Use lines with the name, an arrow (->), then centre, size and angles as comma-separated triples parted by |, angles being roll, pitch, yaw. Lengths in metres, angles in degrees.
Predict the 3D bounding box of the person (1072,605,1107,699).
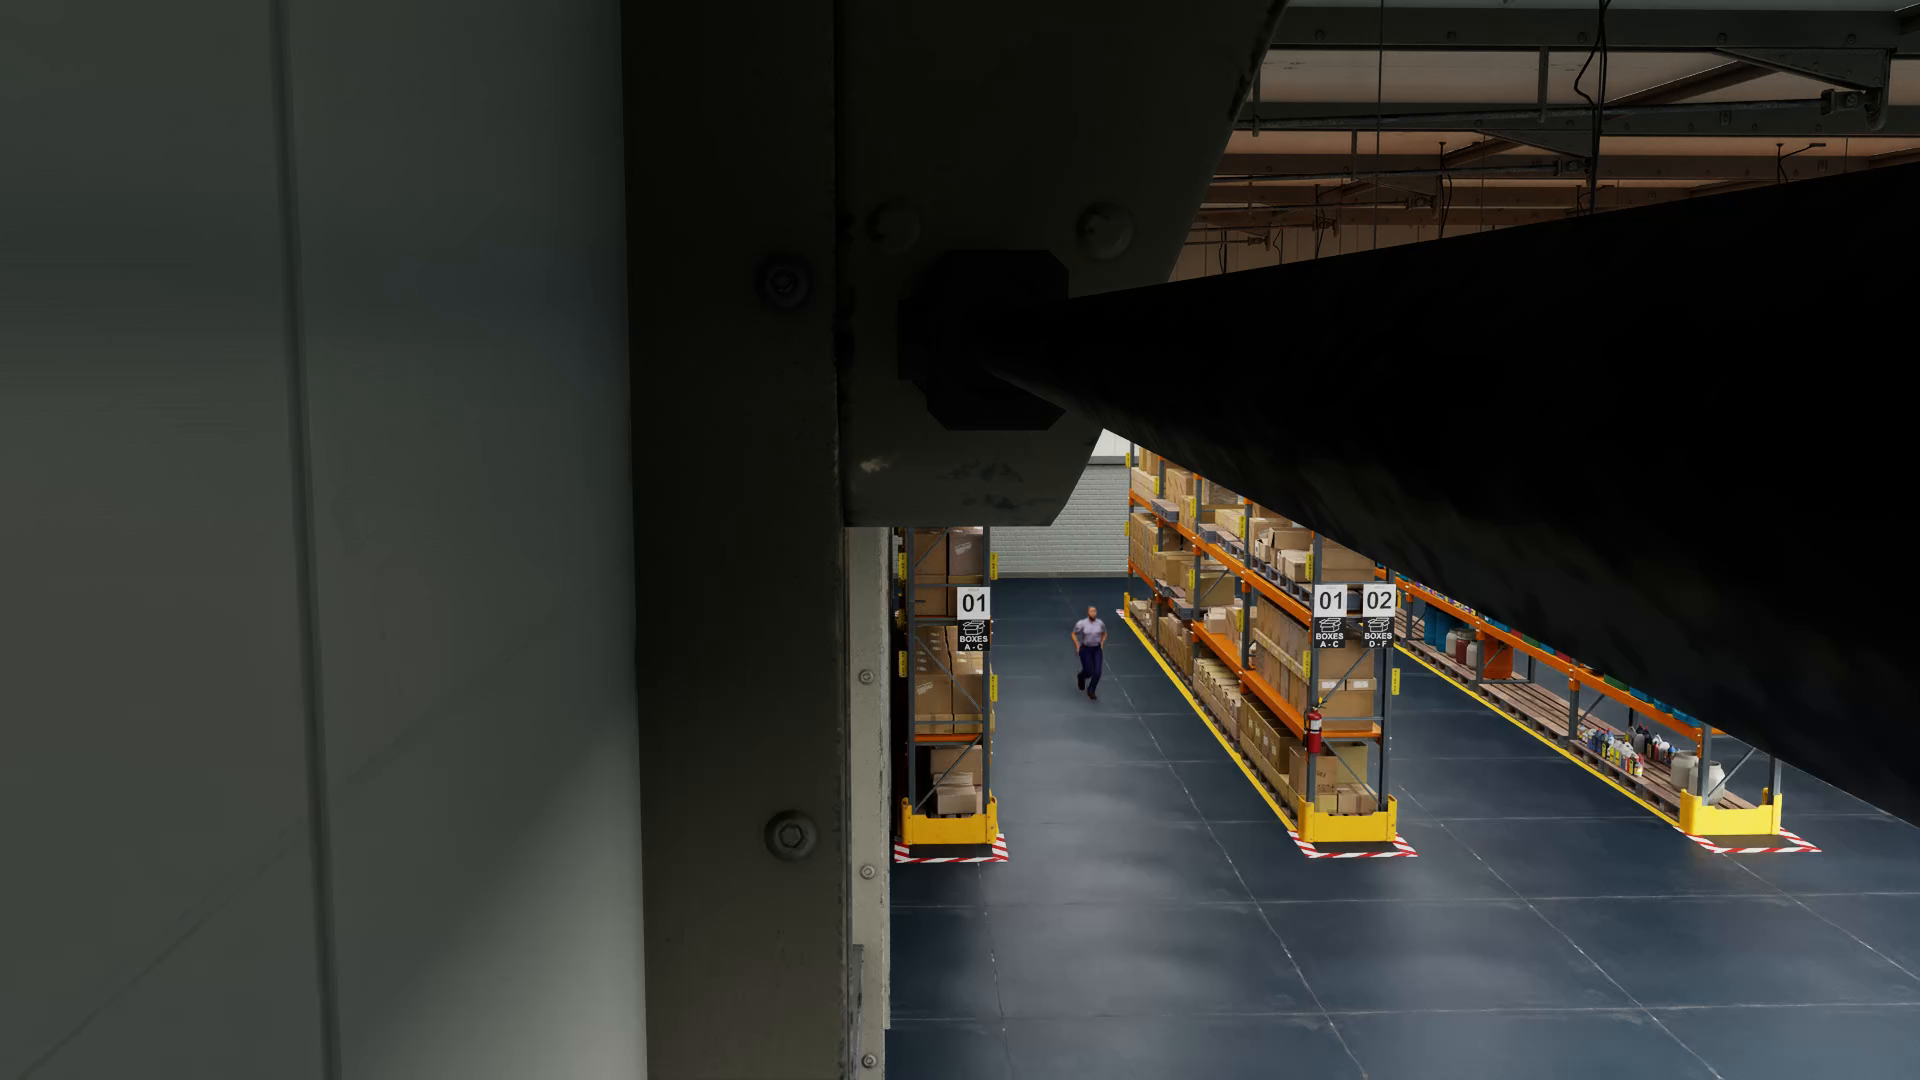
person -> 2.240, 1.920, 28.415 | 0.607, 1.596, 0.549 | -2, 8, -14
